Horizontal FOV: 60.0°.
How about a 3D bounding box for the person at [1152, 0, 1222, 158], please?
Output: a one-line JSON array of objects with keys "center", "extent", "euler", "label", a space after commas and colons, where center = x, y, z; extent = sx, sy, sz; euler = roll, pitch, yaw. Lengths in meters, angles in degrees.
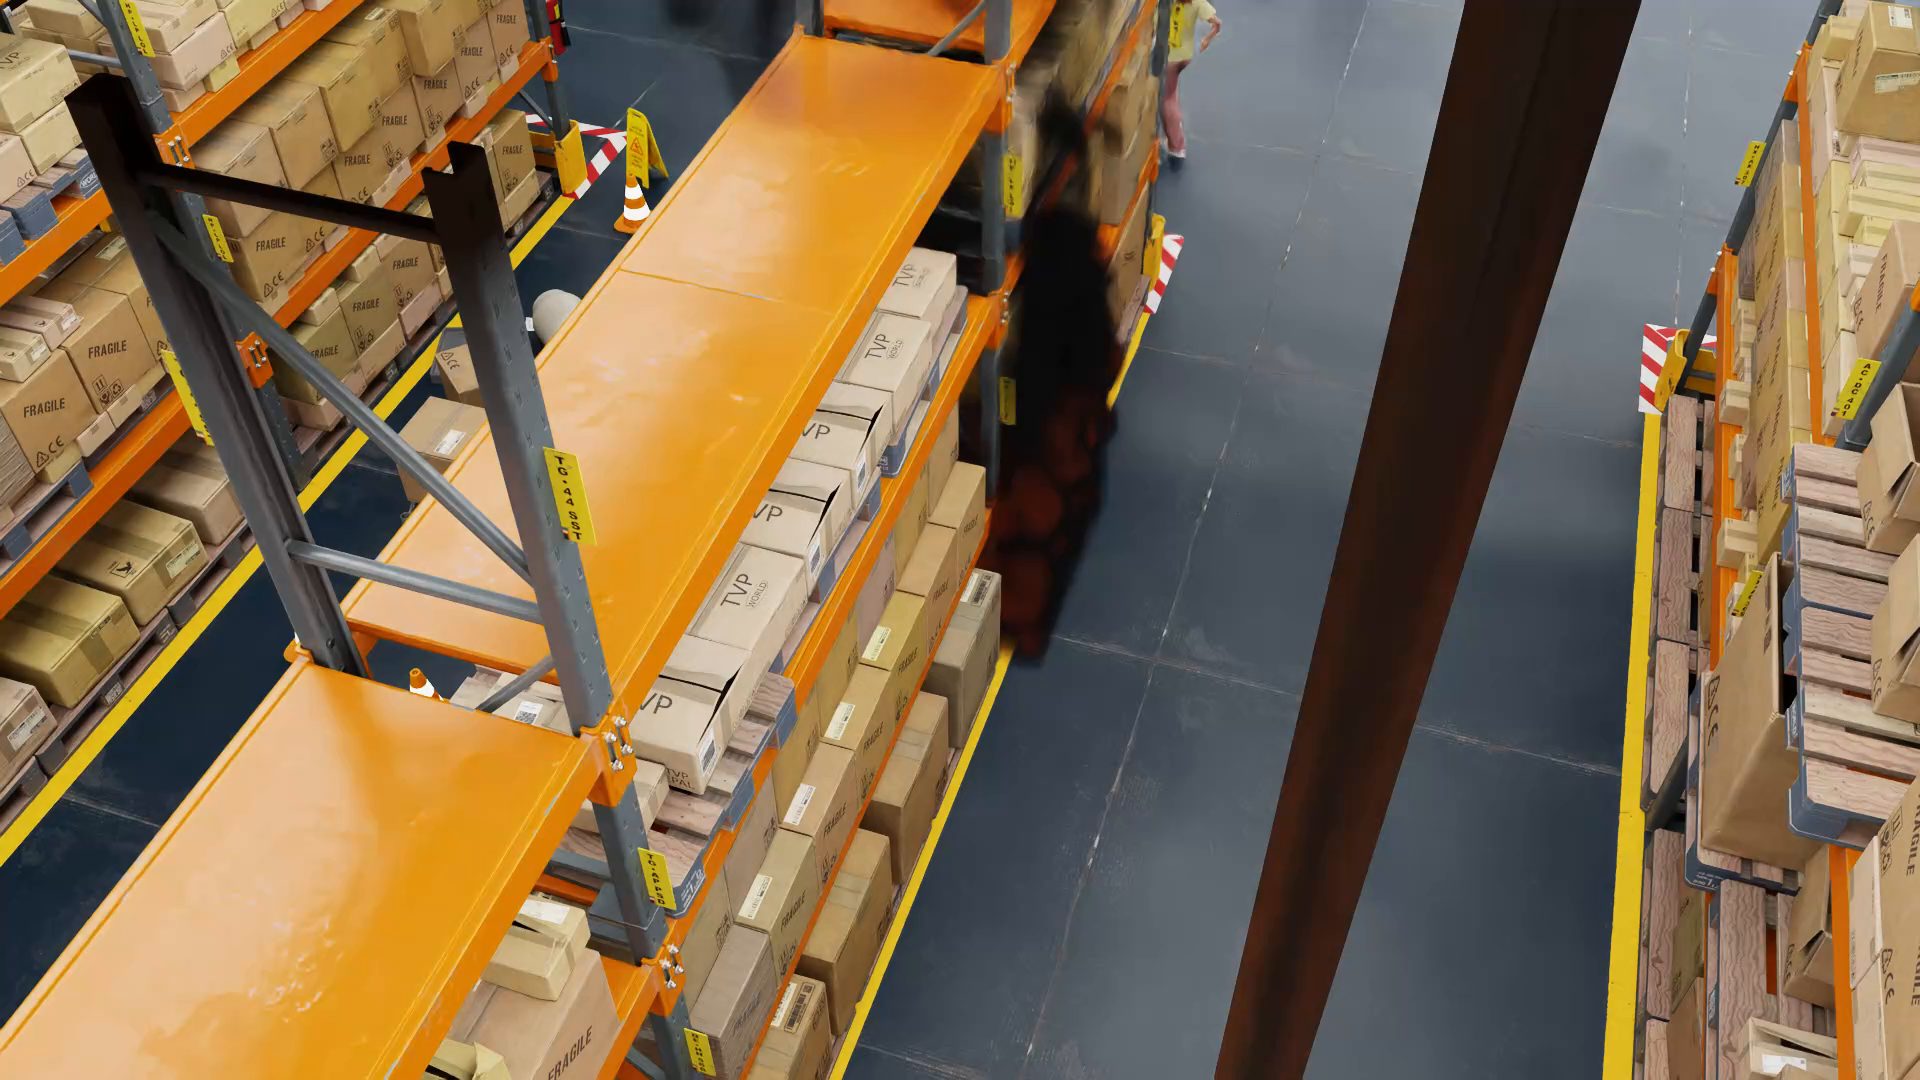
[{"center": [1.781, -4.022, 13.900], "extent": [0.554, 1.684, 0.685], "euler": [-21, 49, -19], "label": "person"}]
